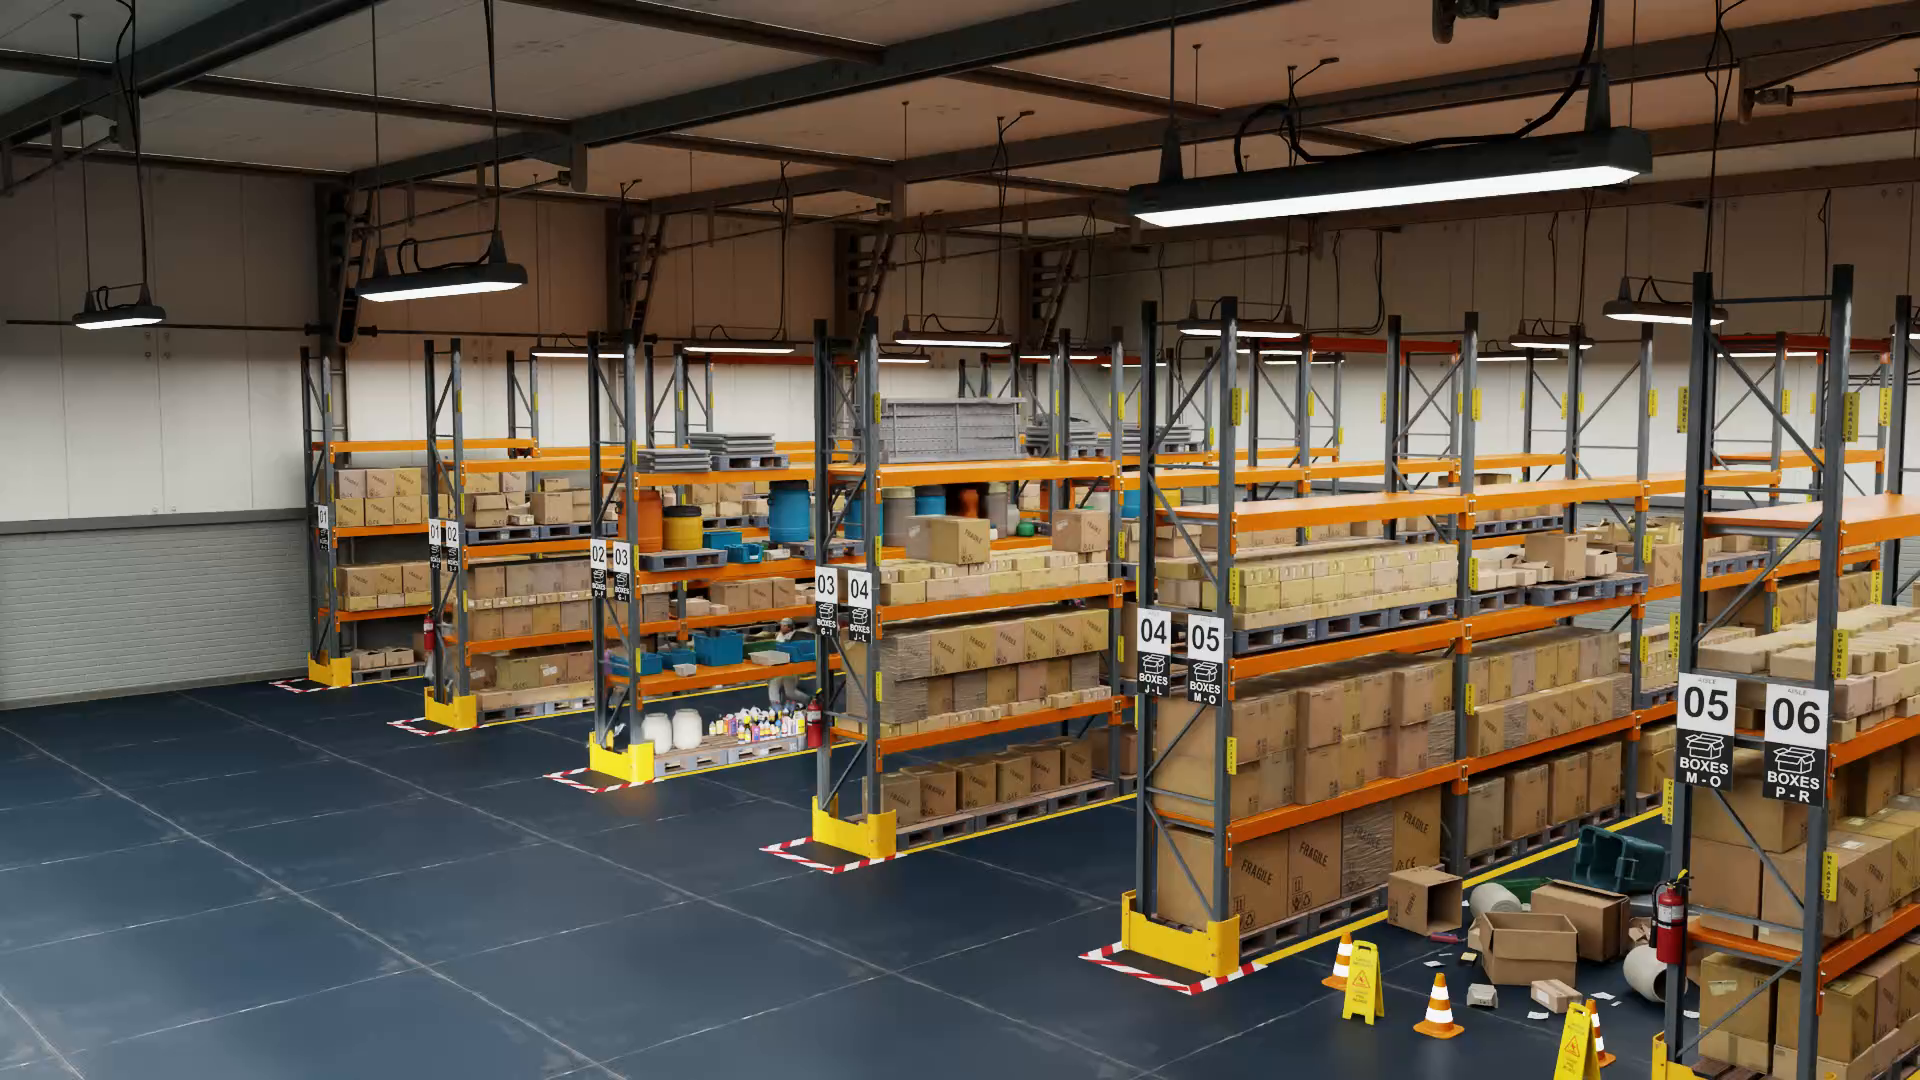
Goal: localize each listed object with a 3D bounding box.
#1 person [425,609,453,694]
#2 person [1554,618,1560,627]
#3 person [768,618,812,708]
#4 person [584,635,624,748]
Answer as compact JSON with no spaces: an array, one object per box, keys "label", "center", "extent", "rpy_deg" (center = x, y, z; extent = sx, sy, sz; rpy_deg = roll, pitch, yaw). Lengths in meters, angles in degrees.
[{"label":"person","center":[-8.663,1.934,27.745],"extent":[0.560,1.610,0.605],"rpy_deg":[4,6,36]},{"label":"person","center":[9.522,1.998,26.561],"extent":[0.509,1.676,0.596],"rpy_deg":[-5,7,-44]},{"label":"person","center":[-2.734,2.044,26.243],"extent":[0.620,1.623,0.843],"rpy_deg":[5,7,43]},{"label":"person","center":[-5.249,2.189,24.483],"extent":[0.531,1.607,0.820],"rpy_deg":[3,6,33]}]
